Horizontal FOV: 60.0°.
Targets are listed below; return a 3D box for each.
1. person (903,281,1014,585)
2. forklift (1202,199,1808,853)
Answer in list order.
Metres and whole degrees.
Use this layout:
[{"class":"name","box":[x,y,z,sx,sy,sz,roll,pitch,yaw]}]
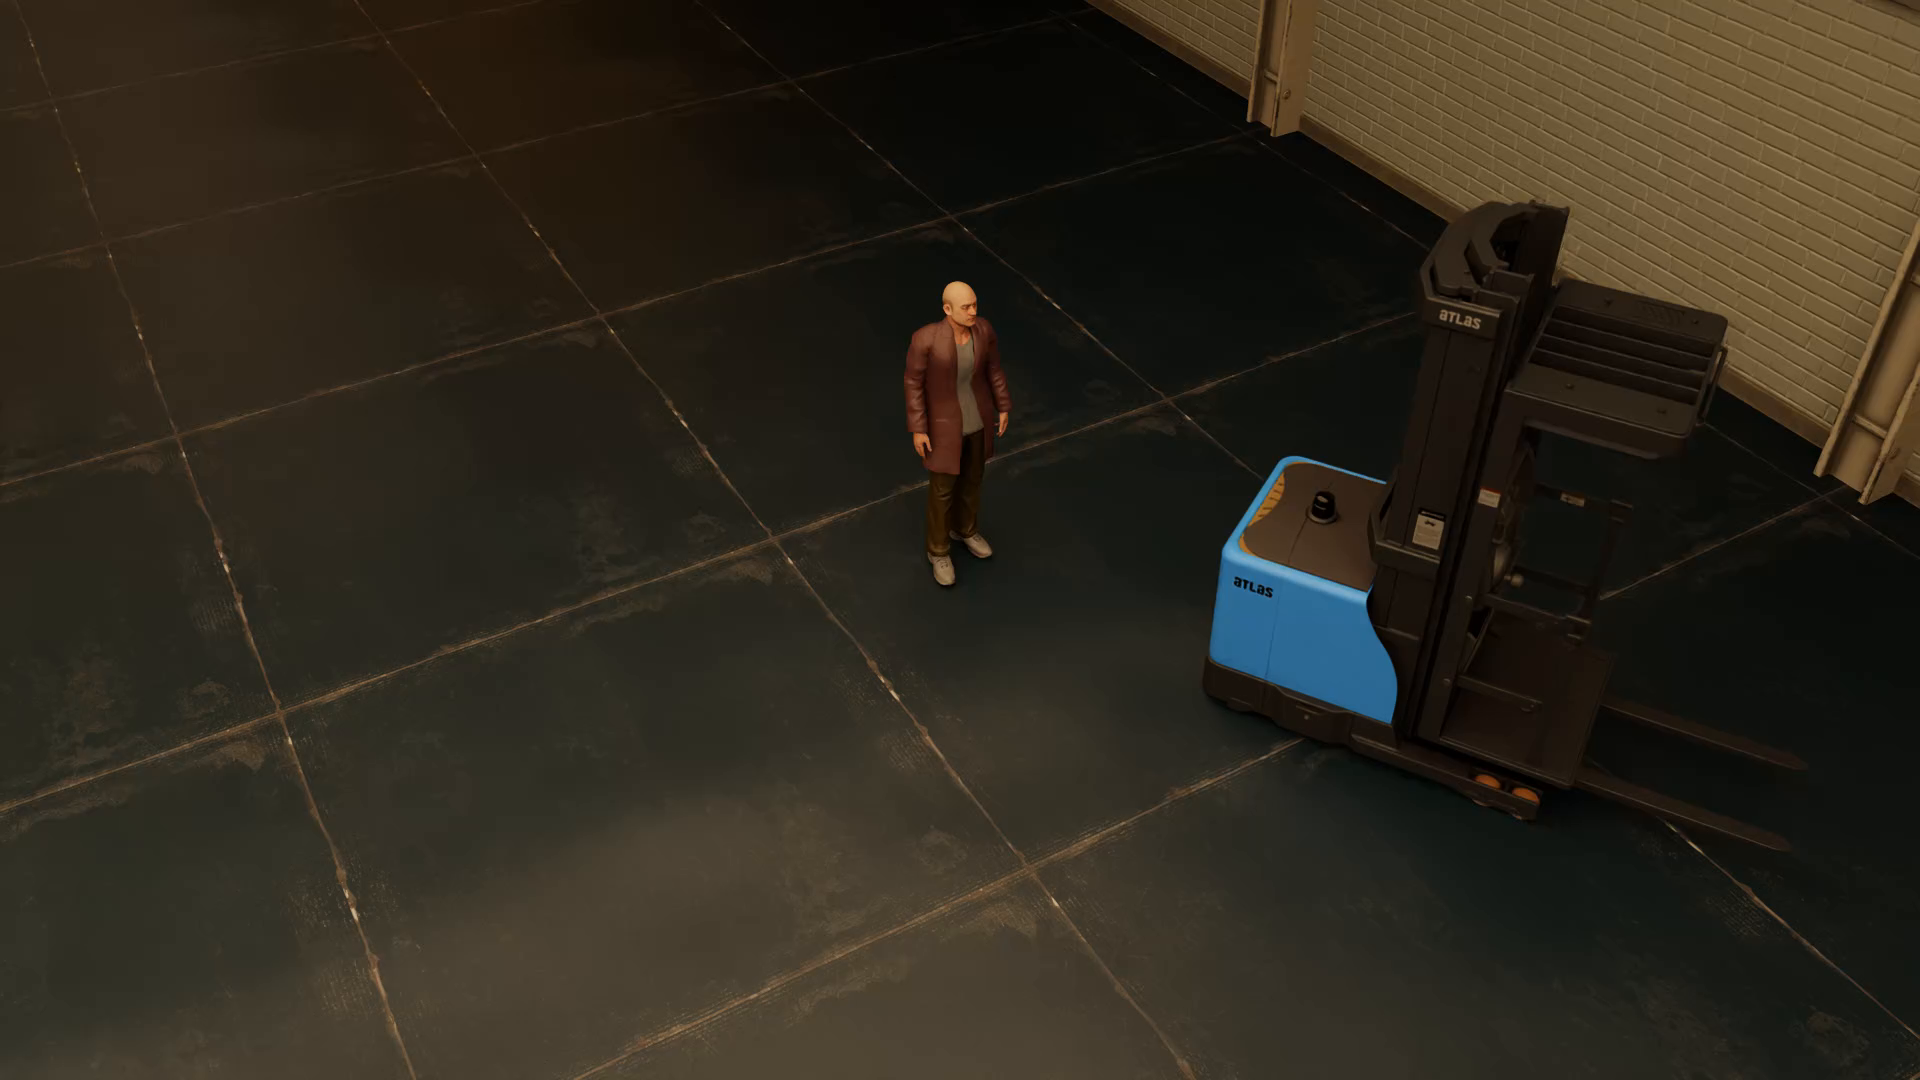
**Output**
[{"class":"person","box":[0.043,-0.638,9.697,0.696,1.777,0.579,-20,44,-23]},{"class":"forklift","box":[2.891,-0.074,8.125,3.031,2.935,1.130,19,43,21]}]
